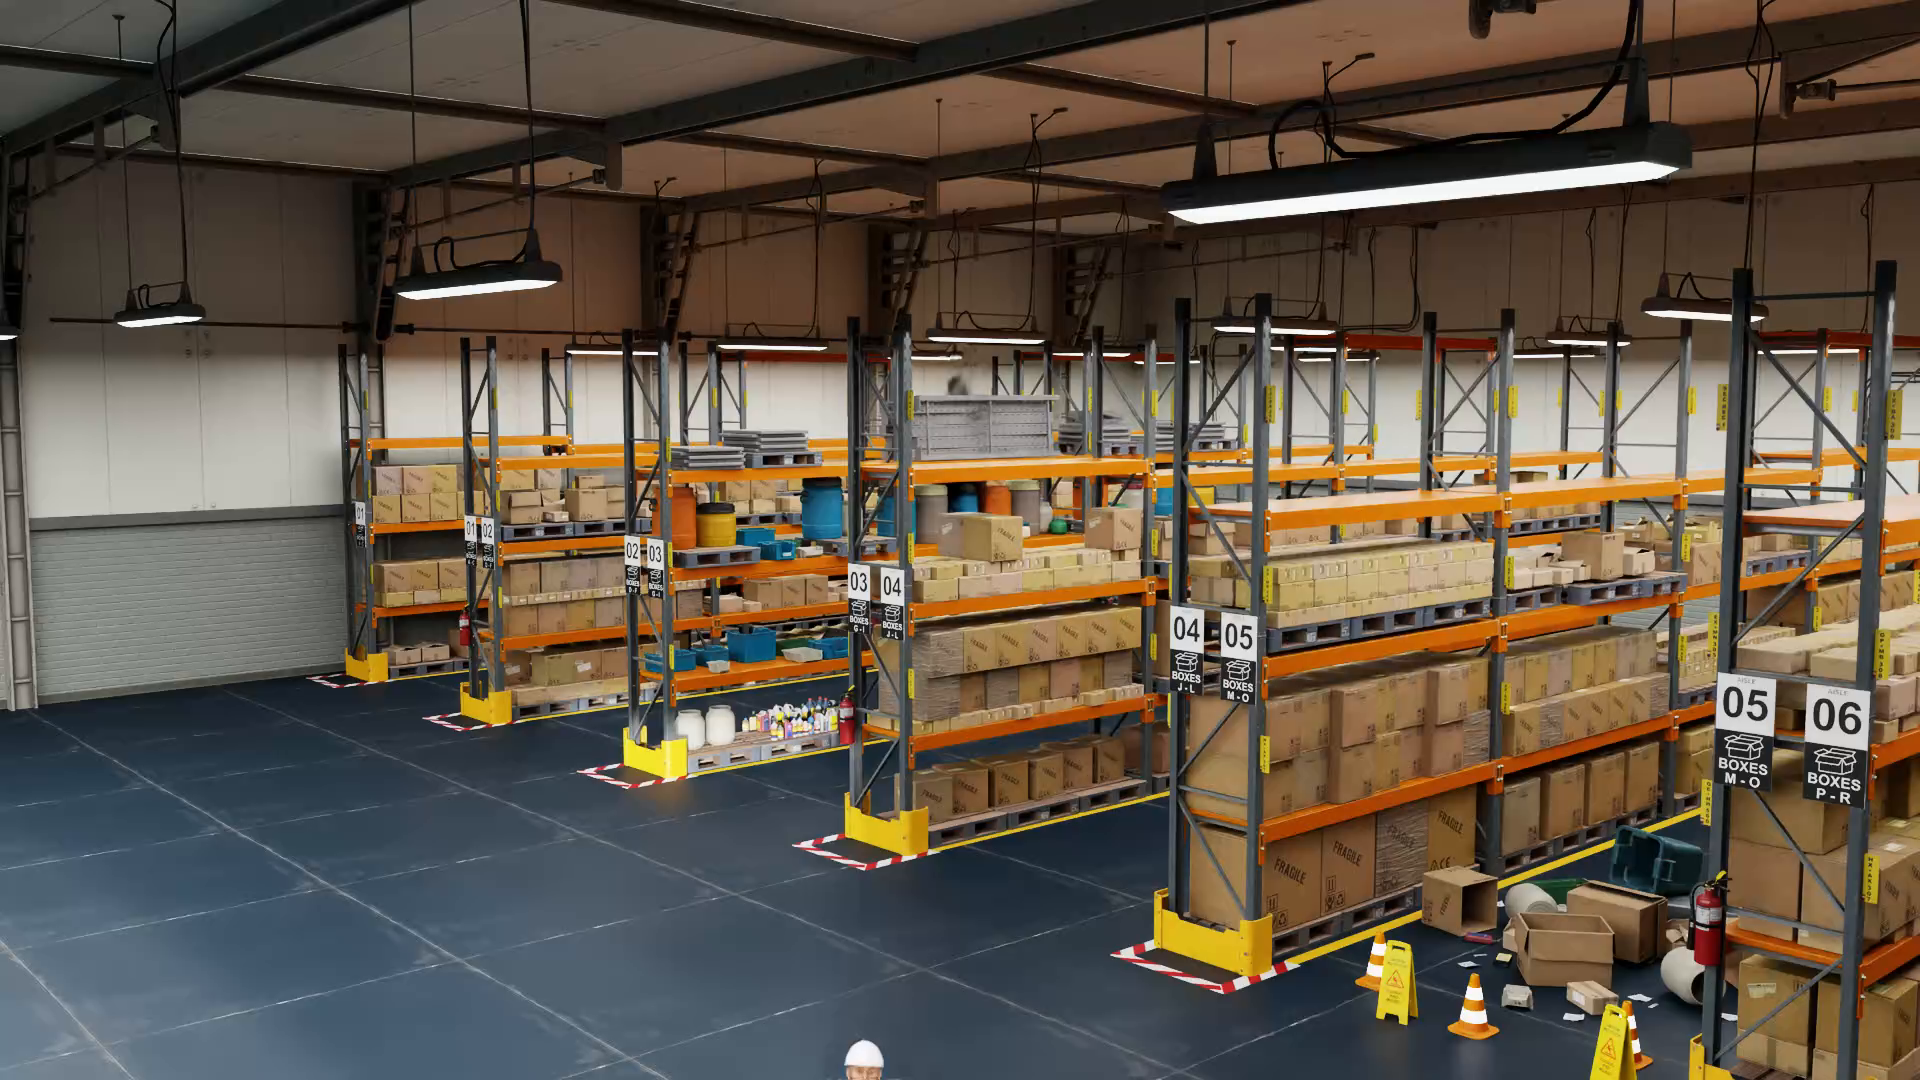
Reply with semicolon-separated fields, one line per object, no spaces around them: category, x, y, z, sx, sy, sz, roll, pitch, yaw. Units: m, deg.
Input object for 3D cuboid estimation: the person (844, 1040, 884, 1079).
person;-0.493;3.514;8.858;0.744;1.726;0.593;0;5;-4
